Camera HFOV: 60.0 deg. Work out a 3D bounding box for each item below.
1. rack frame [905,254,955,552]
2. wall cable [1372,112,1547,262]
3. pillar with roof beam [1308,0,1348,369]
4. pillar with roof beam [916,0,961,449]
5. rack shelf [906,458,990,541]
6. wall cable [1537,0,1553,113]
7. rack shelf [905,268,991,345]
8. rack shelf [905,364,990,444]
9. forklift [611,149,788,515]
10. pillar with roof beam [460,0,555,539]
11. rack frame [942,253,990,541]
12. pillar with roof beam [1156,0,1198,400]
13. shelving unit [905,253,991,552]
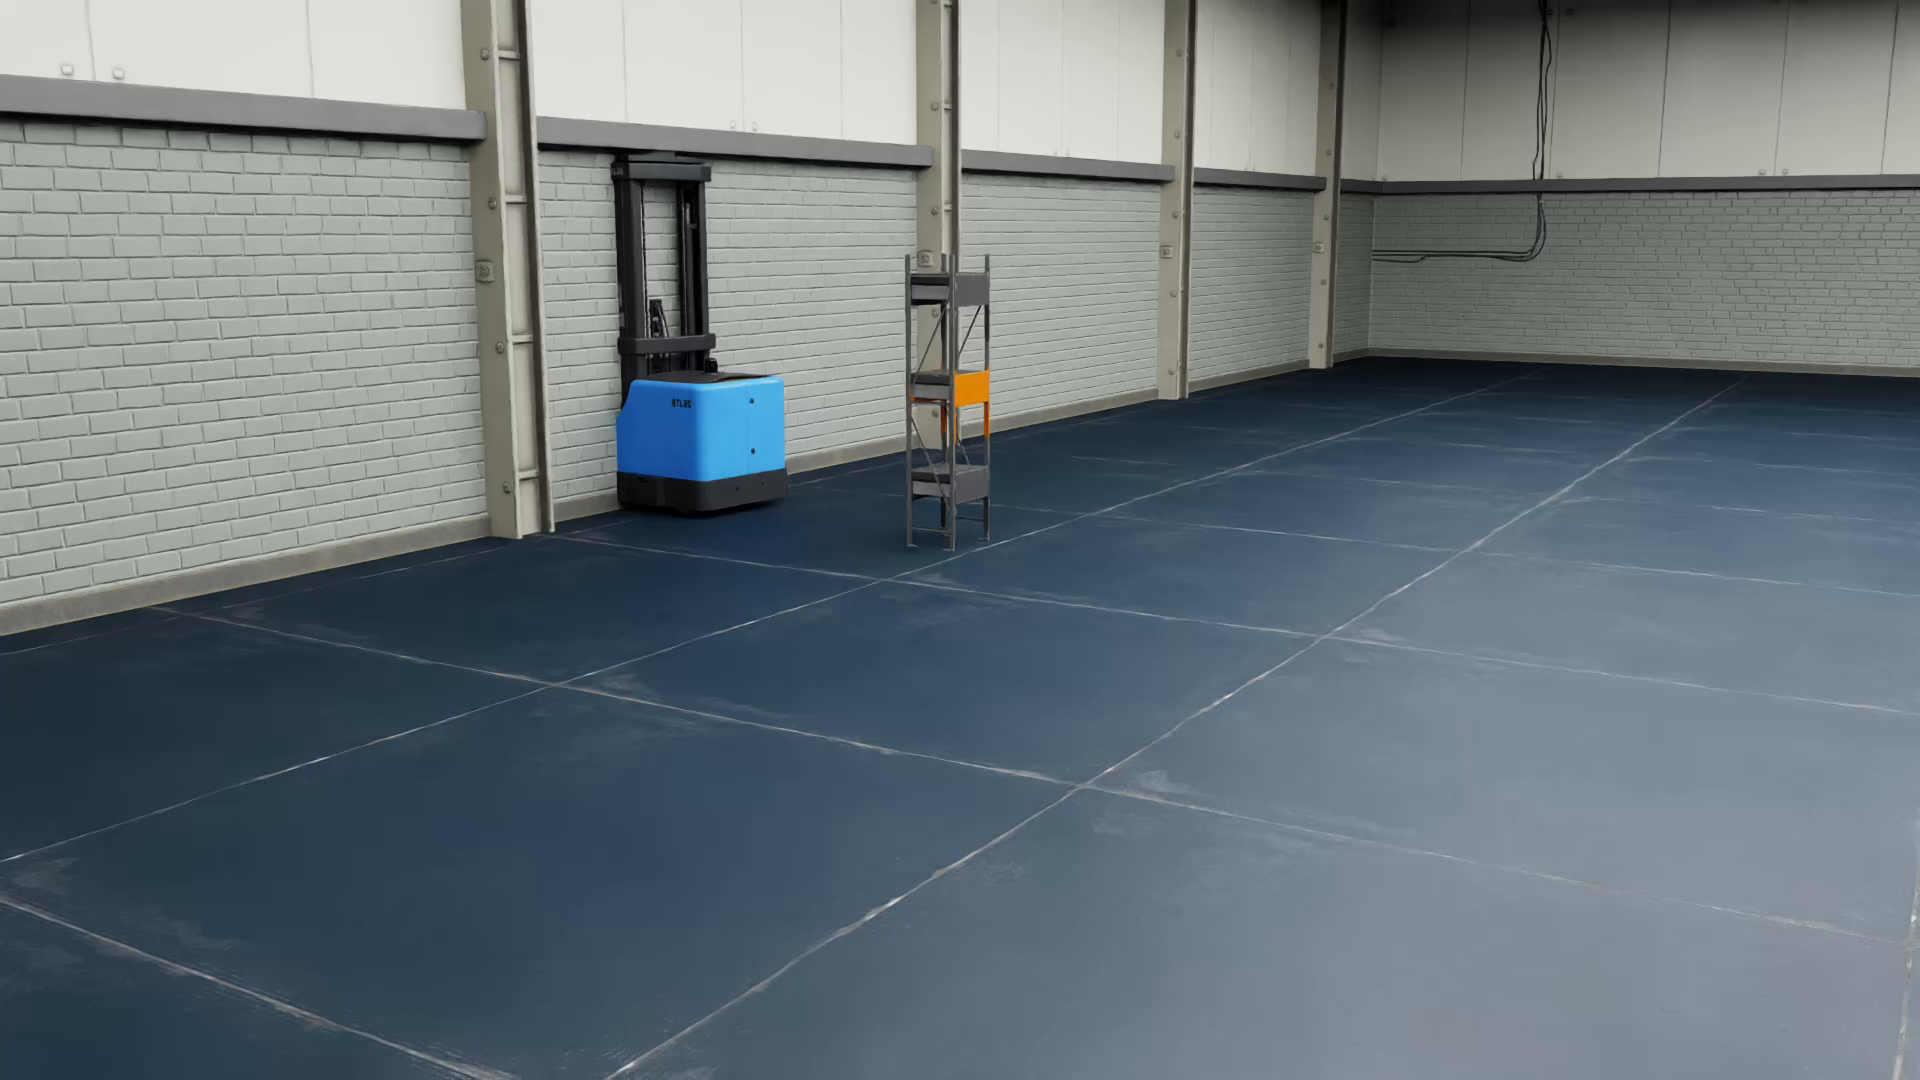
[{"bbox_3d":[-0.213,-0.968,11.831,0.400,2.100,0.015,6,12,31],"label":"rack frame"},{"bbox_3d":[8.673,-6.117,29.025,3.097,2.526,0.112,6,12,31],"label":"wall cable"},{"bbox_3d":[9.693,-6.895,24.743,9.100,9.000,0.400,6,12,31],"label":"pillar with roof beam"},{"bbox_3d":[3.463,-5.008,14.662,9.100,9.000,0.400,6,12,31],"label":"pillar with roof beam"},{"bbox_3d":[-0.086,-0.305,12.168,0.431,0.518,0.480,6,12,31],"label":"rack shelf"},{"bbox_3d":[10.985,-8.341,27.180,3.097,2.526,0.112,6,12,31],"label":"wall cable"},{"bbox_3d":[-0.086,-1.681,11.910,0.431,0.518,0.480,6,12,31],"label":"rack shelf"},{"bbox_3d":[-0.086,-0.993,12.039,0.431,0.518,0.480,6,12,31],"label":"rack shelf"},{"bbox_3d":[-2.940,-1.833,14.193,3.031,2.935,1.130,8,13,35],"label":"forklift"},{"bbox_3d":[0.348,-4.064,9.622,9.100,9.000,0.400,6,12,31],"label":"pillar with roof beam"},{"bbox_3d":[0.041,-1.044,12.241,0.400,2.100,0.015,6,12,31],"label":"rack frame"},{"bbox_3d":[6.578,-5.951,19.702,9.100,9.000,0.400,6,12,31],"label":"pillar with roof beam"},{"bbox_3d":[-0.086,-1.006,12.036,0.431,2.100,0.503,6,12,31],"label":"shelving unit"}]
